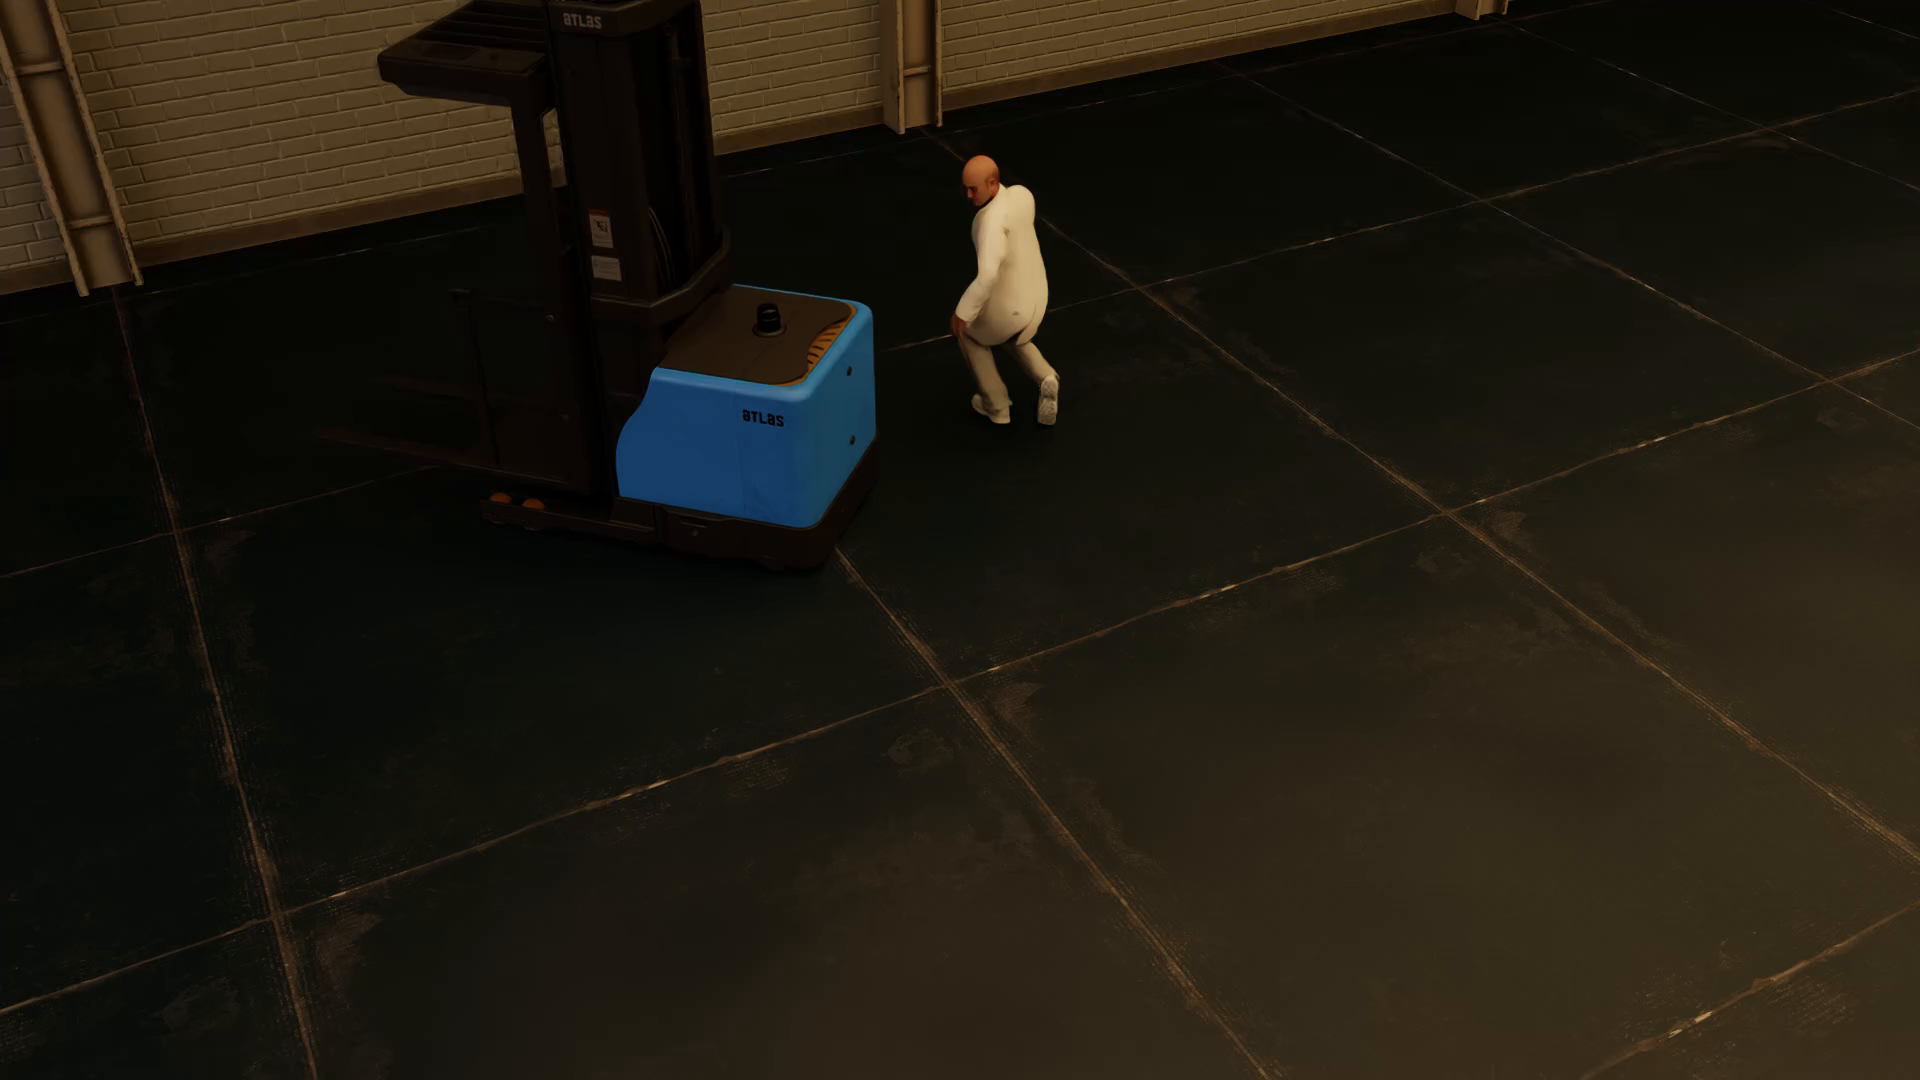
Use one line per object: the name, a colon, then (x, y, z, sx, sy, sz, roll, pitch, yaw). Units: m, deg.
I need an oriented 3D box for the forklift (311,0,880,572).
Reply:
forklift: (-2.009, -1.525, 8.280, 3.031, 2.935, 1.130, 10, 36, 14)

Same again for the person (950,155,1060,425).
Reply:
person: (0.287, -1.364, 9.269, 0.669, 1.573, 0.877, 28, 44, 33)
